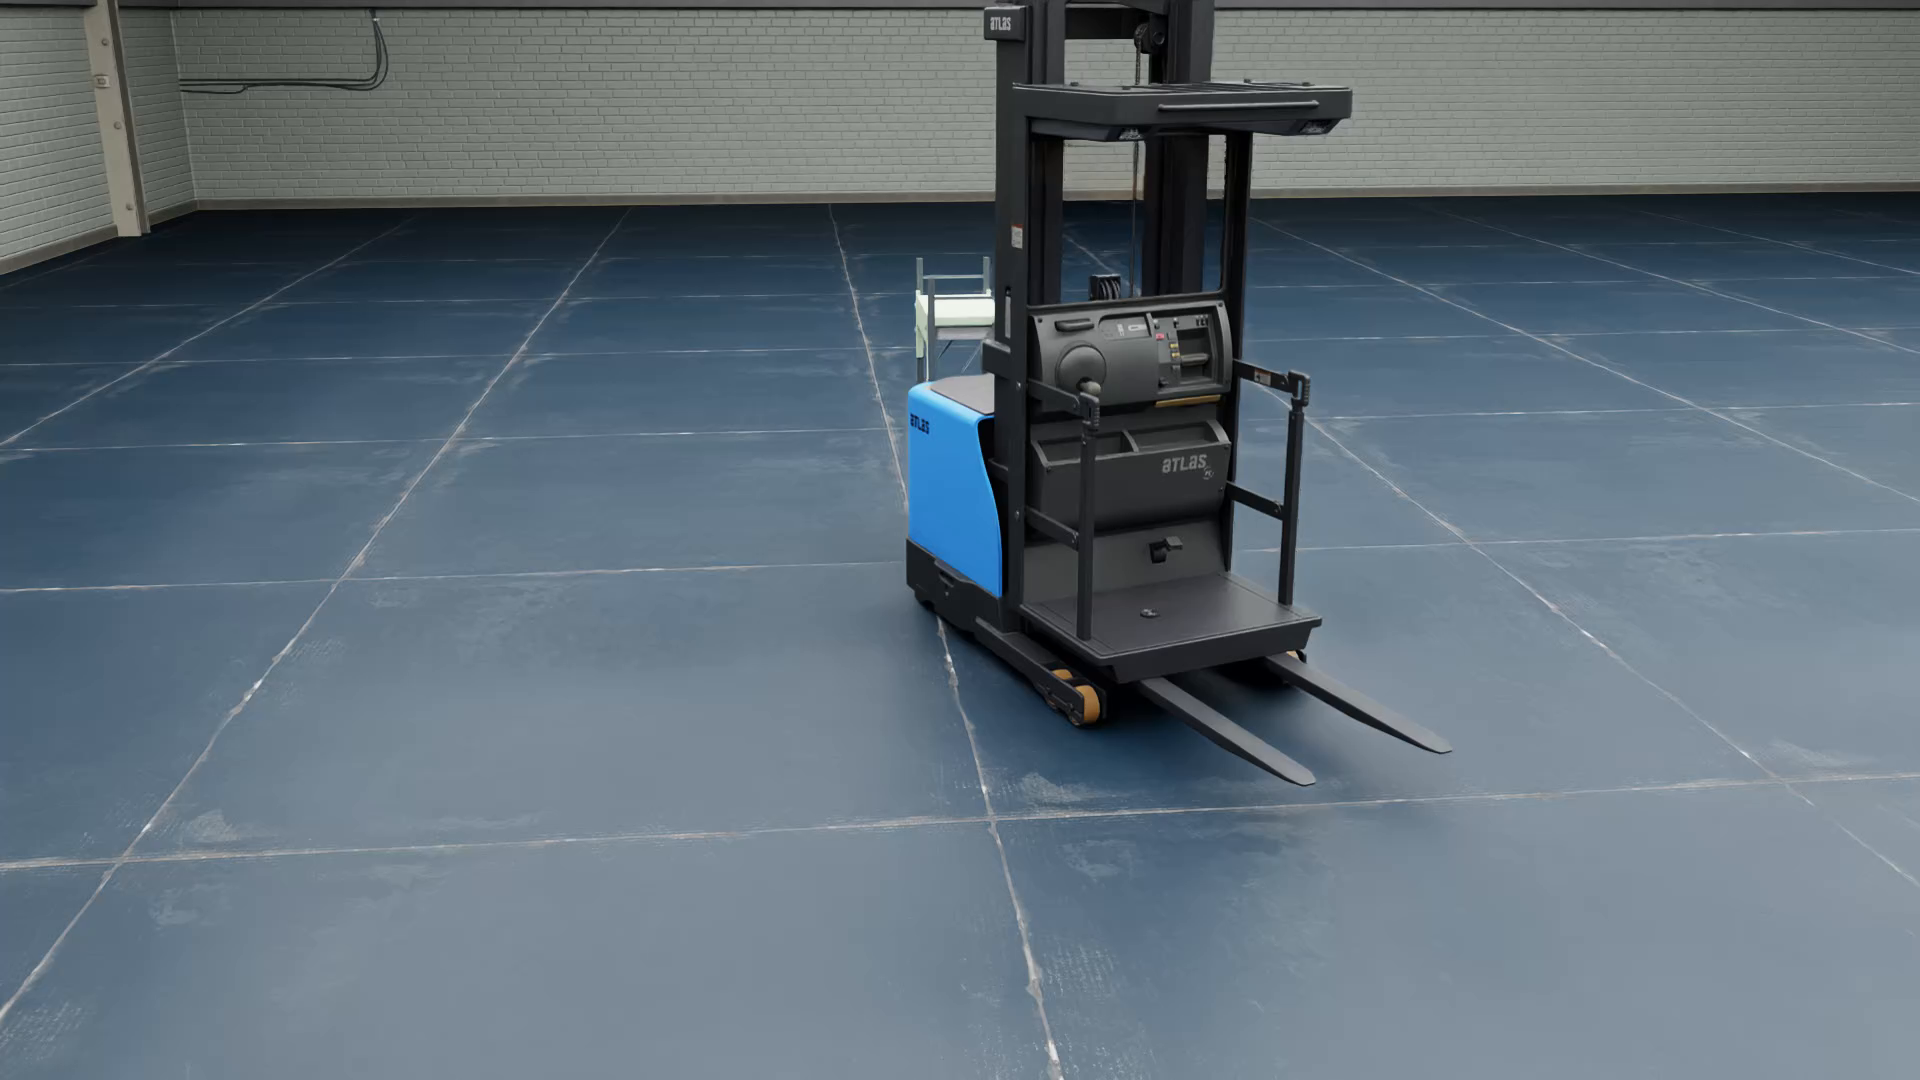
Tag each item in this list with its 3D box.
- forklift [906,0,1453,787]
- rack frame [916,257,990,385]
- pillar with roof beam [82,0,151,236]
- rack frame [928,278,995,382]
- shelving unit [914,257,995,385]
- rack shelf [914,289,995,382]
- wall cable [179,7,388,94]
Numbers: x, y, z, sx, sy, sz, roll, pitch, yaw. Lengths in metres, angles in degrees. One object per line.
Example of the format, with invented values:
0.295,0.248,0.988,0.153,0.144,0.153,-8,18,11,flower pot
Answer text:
0.828,-0.791,6.804,1.130,2.935,3.031,-8,19,-24,forklift
-0.038,-0.827,9.306,0.400,1.500,0.023,-2,18,-6,rack frame
-6.724,-8.496,21.215,9.100,9.000,0.400,-2,18,-6,pillar with roof beam
0.037,-0.609,8.611,0.400,1.500,0.023,-2,18,-6,rack frame
-0.001,-0.718,8.959,0.431,1.500,0.755,-2,18,-6,shelving unit
-0.001,-1.090,8.842,0.431,0.370,0.720,-2,18,-6,rack shelf
-9.994,-7.800,24.183,3.097,2.526,0.112,-2,18,-6,wall cable
